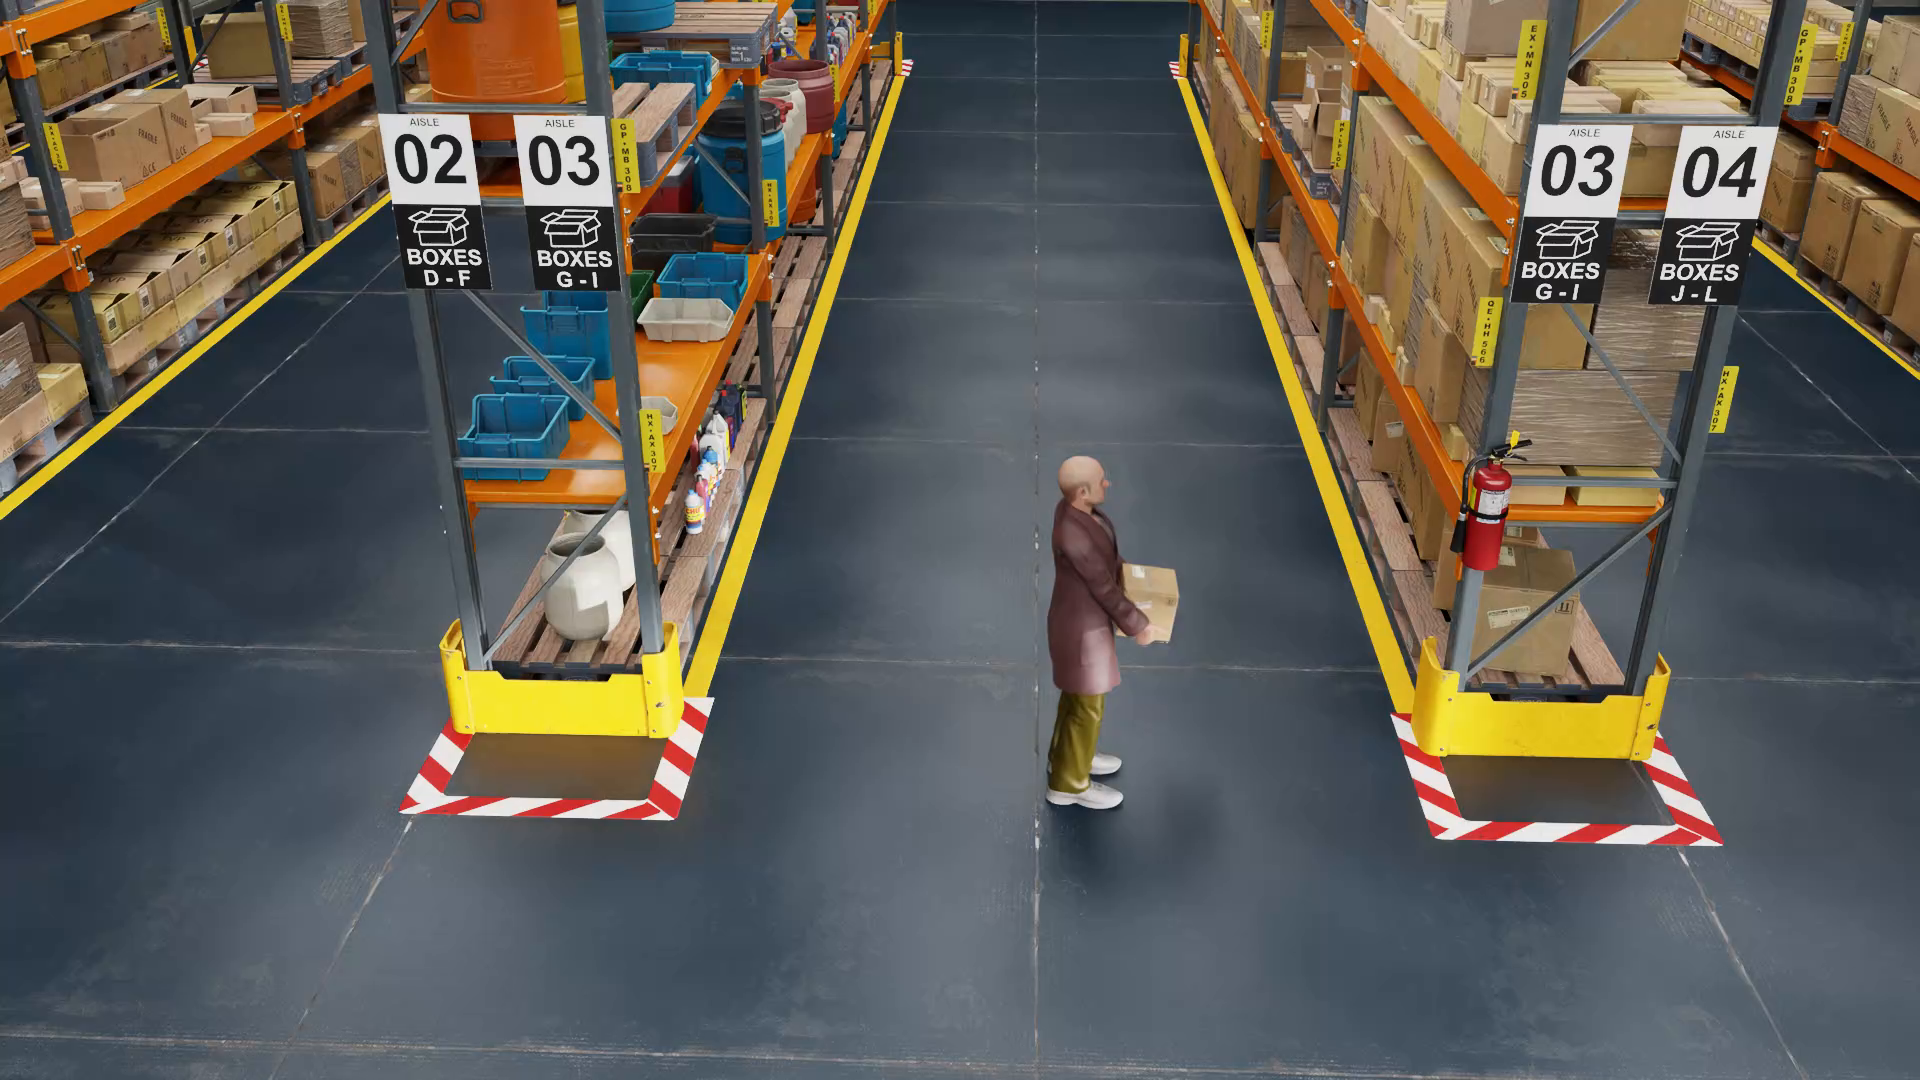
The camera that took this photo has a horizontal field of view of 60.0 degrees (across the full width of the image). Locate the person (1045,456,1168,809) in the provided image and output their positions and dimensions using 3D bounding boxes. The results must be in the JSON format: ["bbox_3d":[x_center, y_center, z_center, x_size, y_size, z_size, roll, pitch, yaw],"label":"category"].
[{"bbox_3d":[0.688,0.516,7.875,0.554,1.573,0.525,1,28,2],"label":"person"}]
